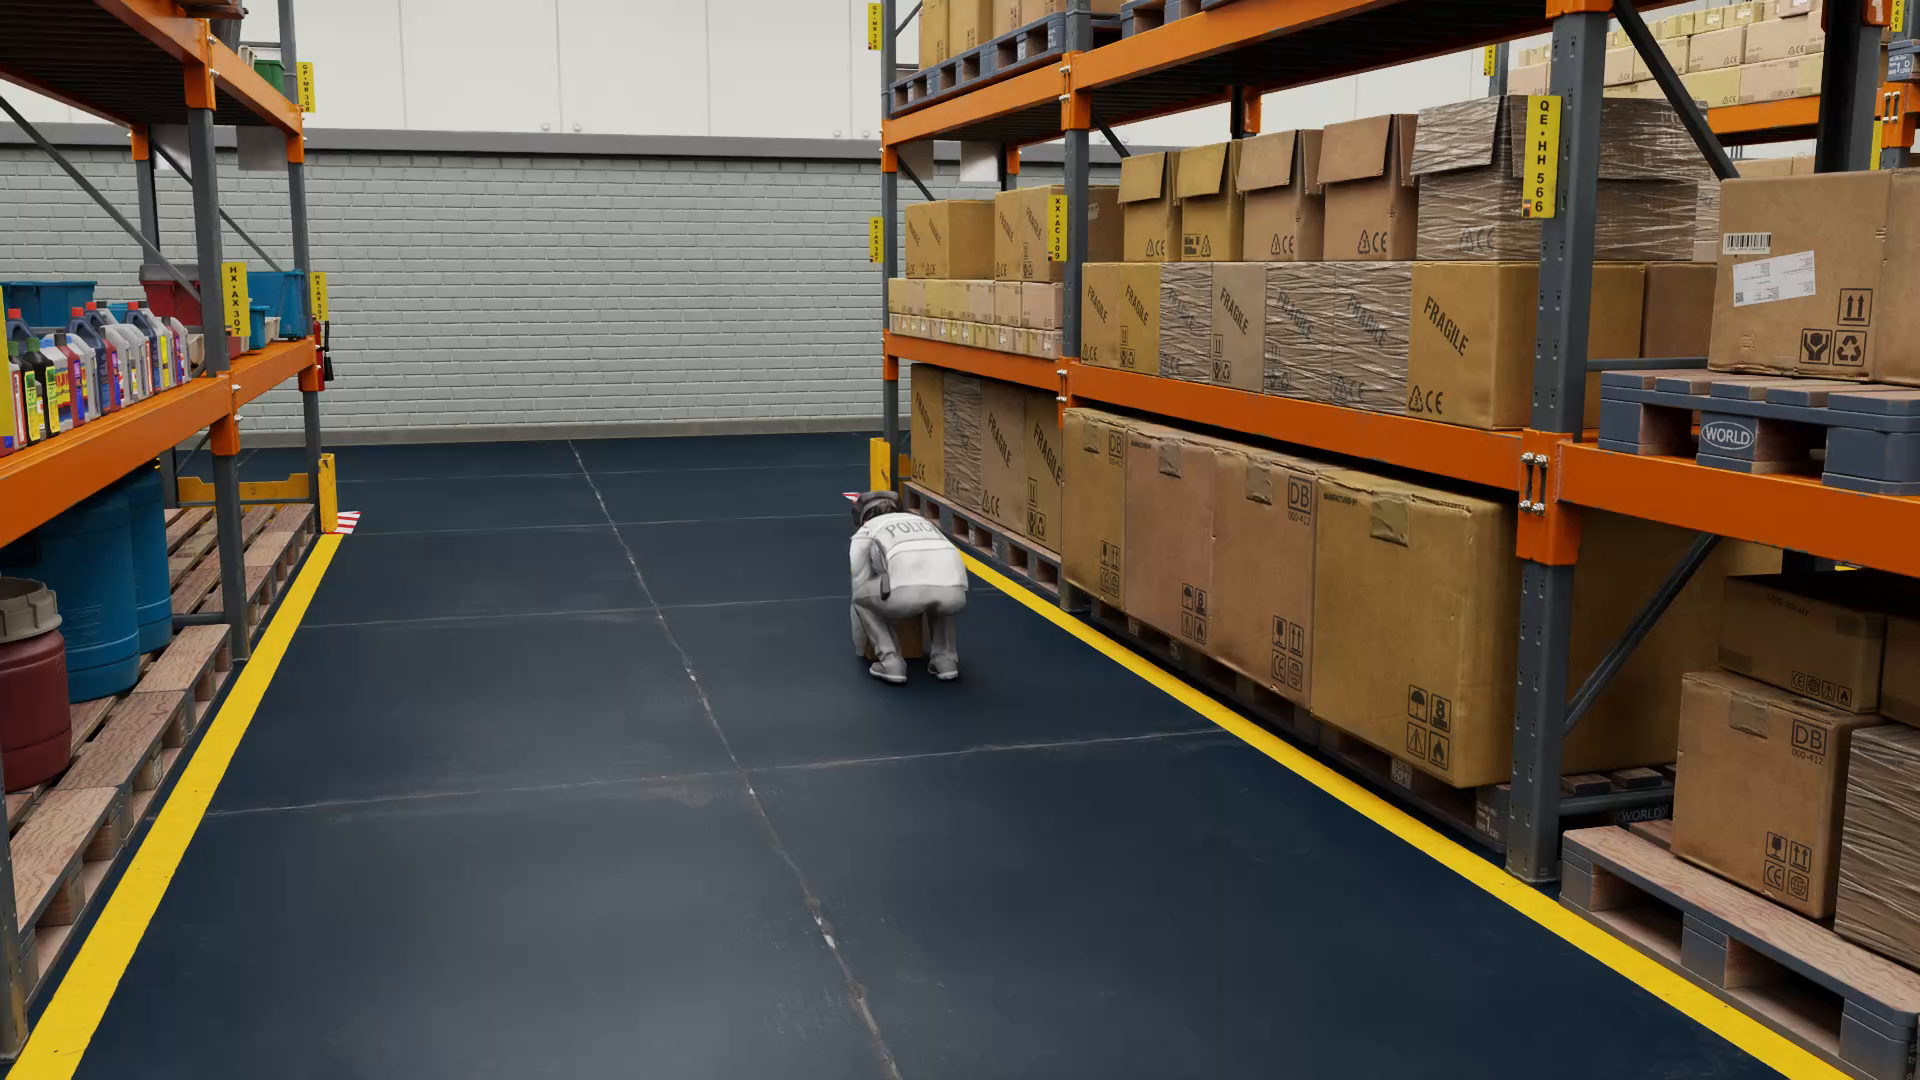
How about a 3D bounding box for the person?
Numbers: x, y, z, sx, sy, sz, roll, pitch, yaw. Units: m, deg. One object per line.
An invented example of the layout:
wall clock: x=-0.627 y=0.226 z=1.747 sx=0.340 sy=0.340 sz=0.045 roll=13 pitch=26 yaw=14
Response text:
person: x=-0.246 y=0.222 z=7.432 sx=0.464 sy=0.823 sz=0.898 roll=-3 pitch=10 yaw=-16
